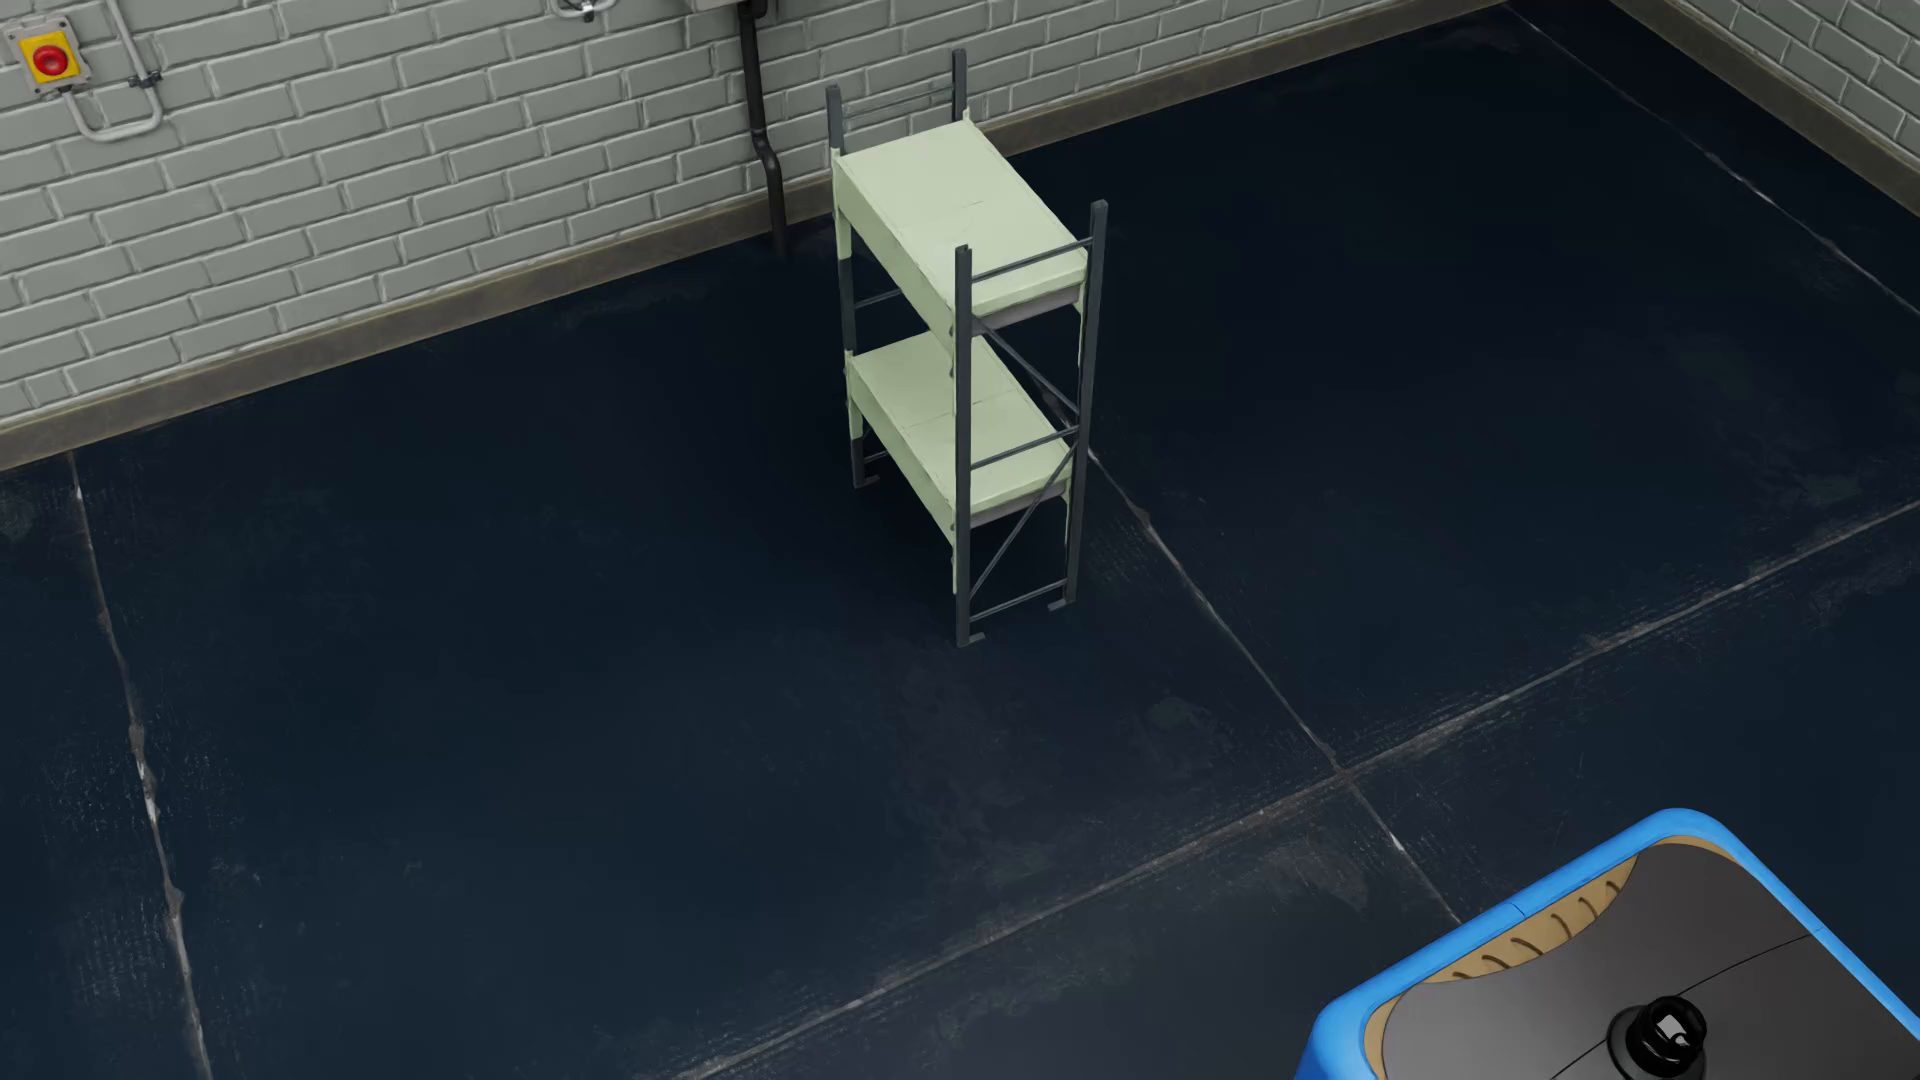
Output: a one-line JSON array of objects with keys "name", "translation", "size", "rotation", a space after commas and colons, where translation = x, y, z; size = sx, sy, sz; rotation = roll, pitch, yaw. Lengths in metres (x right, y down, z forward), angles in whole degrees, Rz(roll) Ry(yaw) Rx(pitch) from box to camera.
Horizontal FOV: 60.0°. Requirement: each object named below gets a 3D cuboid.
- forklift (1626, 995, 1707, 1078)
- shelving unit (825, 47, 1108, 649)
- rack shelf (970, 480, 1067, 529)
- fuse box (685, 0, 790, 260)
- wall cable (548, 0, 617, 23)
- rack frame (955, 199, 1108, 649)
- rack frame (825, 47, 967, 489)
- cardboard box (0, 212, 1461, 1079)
[{"name": "forklift", "translation": [1.818, 1.471, 2.075], "size": [1.107, 2.843, 2.937], "rotation": [-23, 53, -19]}, {"name": "shelving unit", "translation": [0.003, -0.489, 4.682], "size": [0.400, 1.500, 0.755], "rotation": [-21, 52, -18]}, {"name": "rack shelf", "translation": [0.003, -0.322, 4.873], "size": [0.332, 0.071, 0.664], "rotation": [-21, 52, -18]}, {"name": "fuse box", "translation": [-0.623, -1.612, 5.523], "size": [0.539, 1.711, 0.414], "rotation": [-21, 52, -18]}, {"name": "wall cable", "translation": [-1.302, -2.241, 4.542], "size": [0.588, 1.984, 0.122], "rotation": [-21, 52, -18]}, {"name": "rack frame", "translation": [0.171, -0.244, 4.467], "size": [0.400, 1.500, 0.023], "rotation": [-21, 52, -18]}, {"name": "rack frame", "translation": [-0.164, -0.734, 4.896], "size": [0.400, 1.500, 0.023], "rotation": [-21, 52, -18]}, {"name": "cardboard box", "translation": [0.162, 3.641, 1.036], "size": [6.103, 1.550, 13.522], "rotation": [-22, 52, -18]}]
